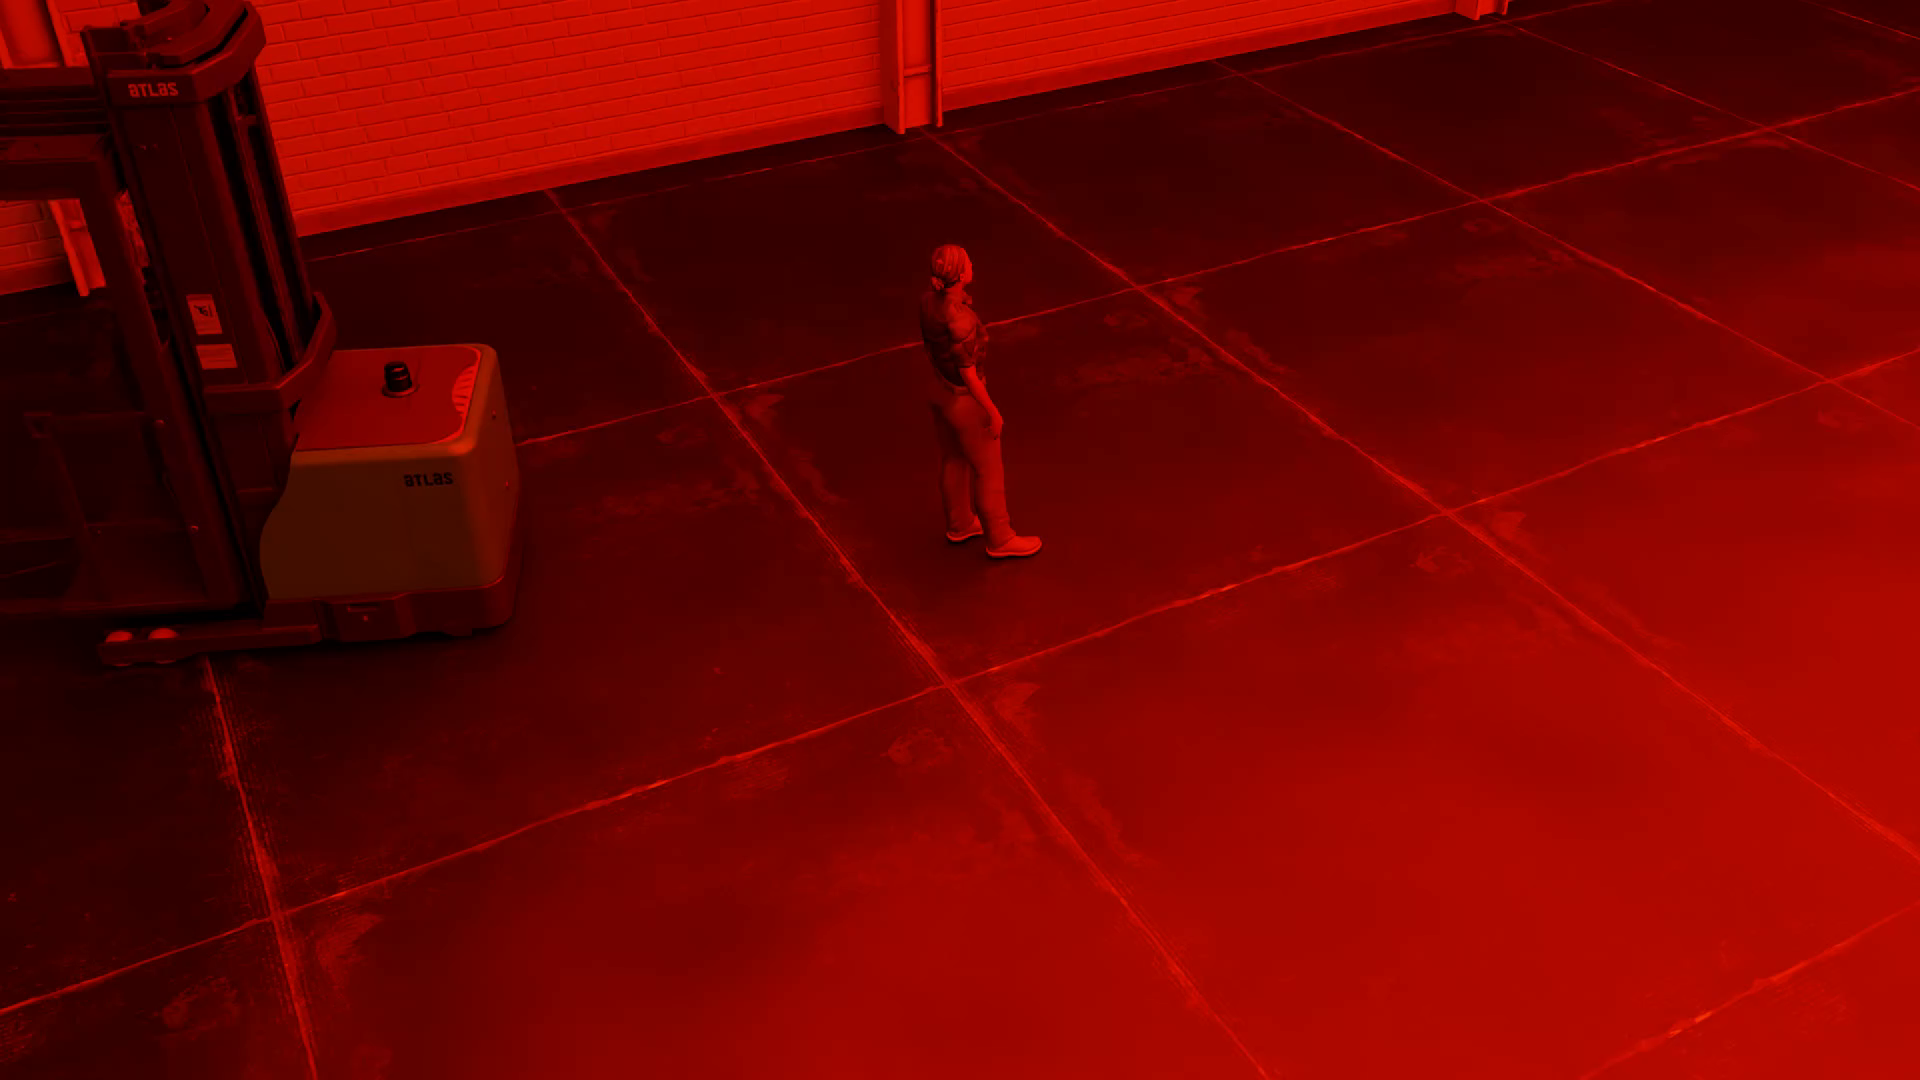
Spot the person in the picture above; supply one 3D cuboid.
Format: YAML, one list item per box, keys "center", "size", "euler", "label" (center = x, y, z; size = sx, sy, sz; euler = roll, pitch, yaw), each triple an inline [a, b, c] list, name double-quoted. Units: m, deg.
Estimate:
- center: [0.087, -0.695, 8.200]
  size: [0.504, 1.654, 0.569]
  euler: [-17, 39, -23]
  label: "person"

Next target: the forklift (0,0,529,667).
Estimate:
- center: [-3.716, -0.925, 7.431]
  size: [3.031, 2.935, 1.130]
  euler: [-4, 35, -5]
  label: "forklift"
